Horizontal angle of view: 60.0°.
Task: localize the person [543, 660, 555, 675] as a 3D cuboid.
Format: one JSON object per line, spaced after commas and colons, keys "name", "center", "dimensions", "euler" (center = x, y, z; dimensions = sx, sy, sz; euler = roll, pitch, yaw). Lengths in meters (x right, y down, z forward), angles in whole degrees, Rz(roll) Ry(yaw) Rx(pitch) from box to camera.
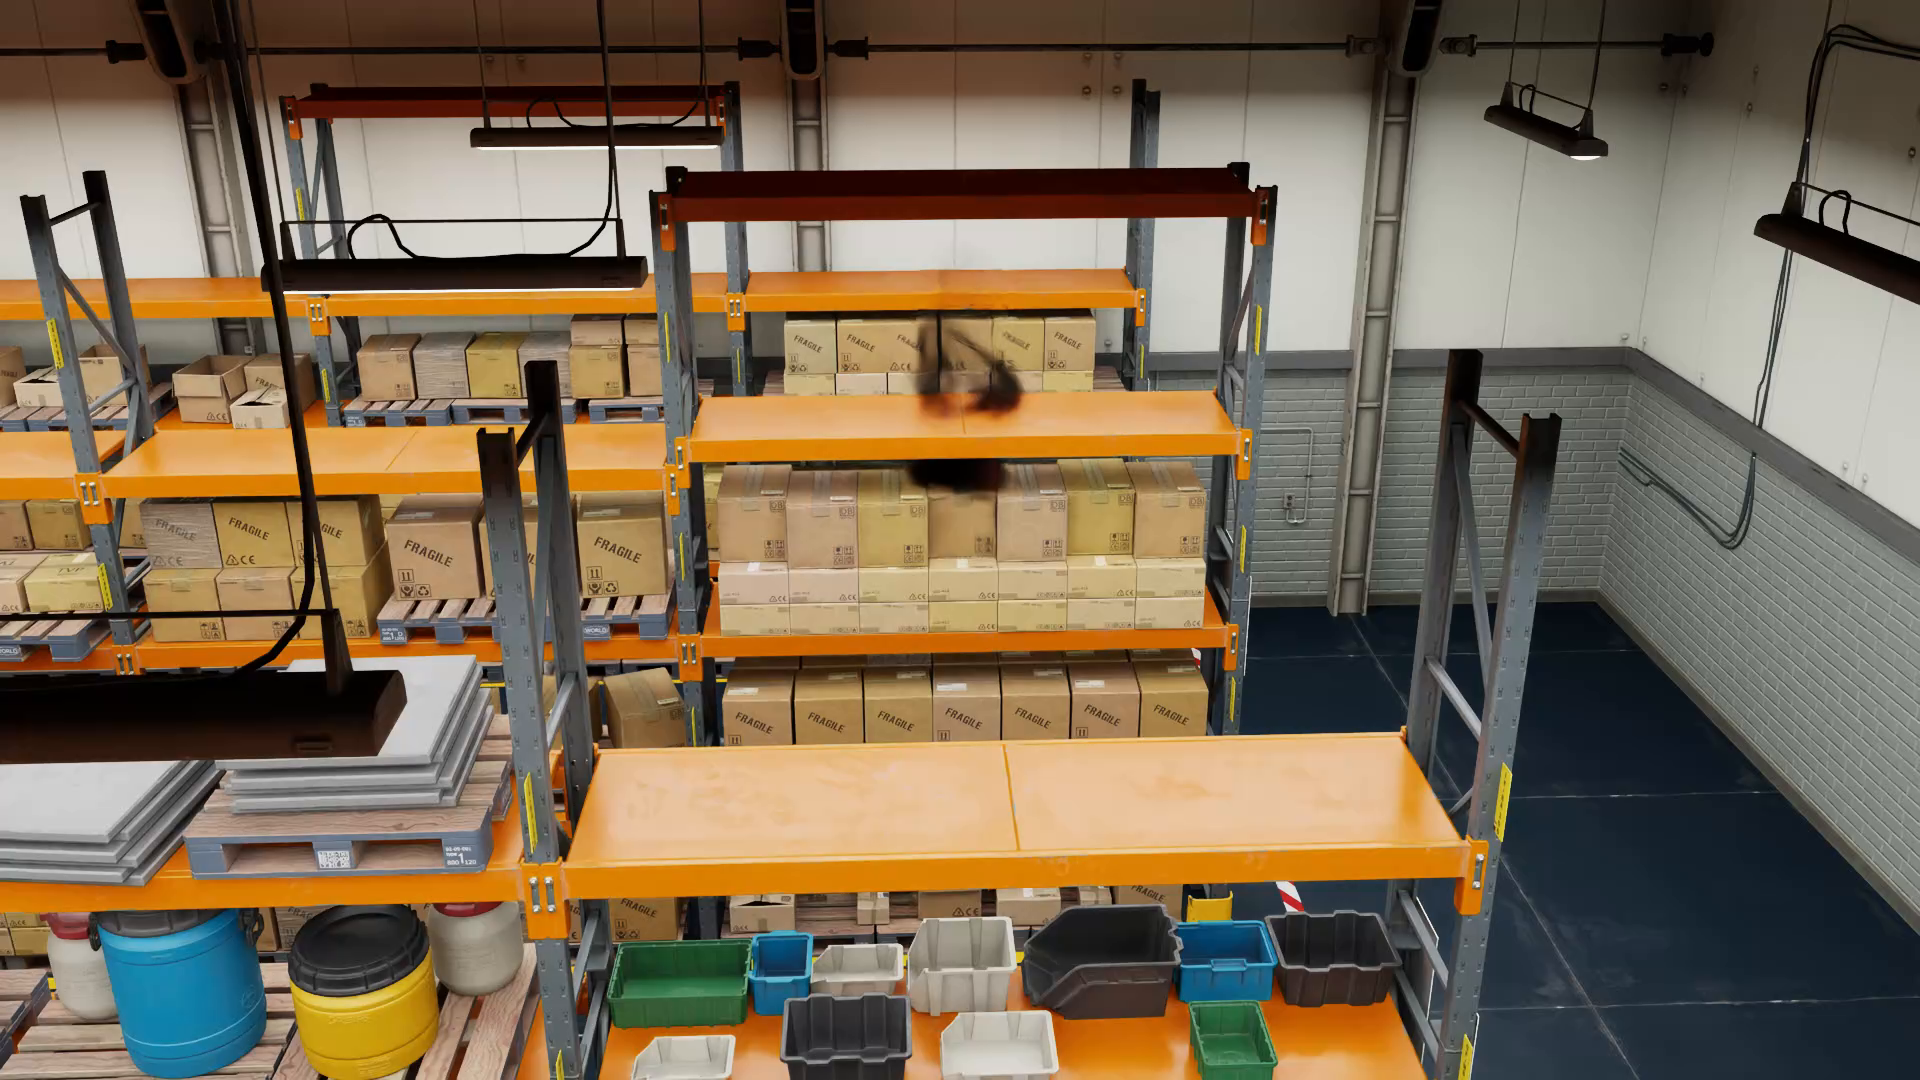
{"name": "person", "center": [-3.609, 1.465, 15.220], "dimensions": [0.597, 1.745, 0.663], "euler": [-2, 22, -6]}
